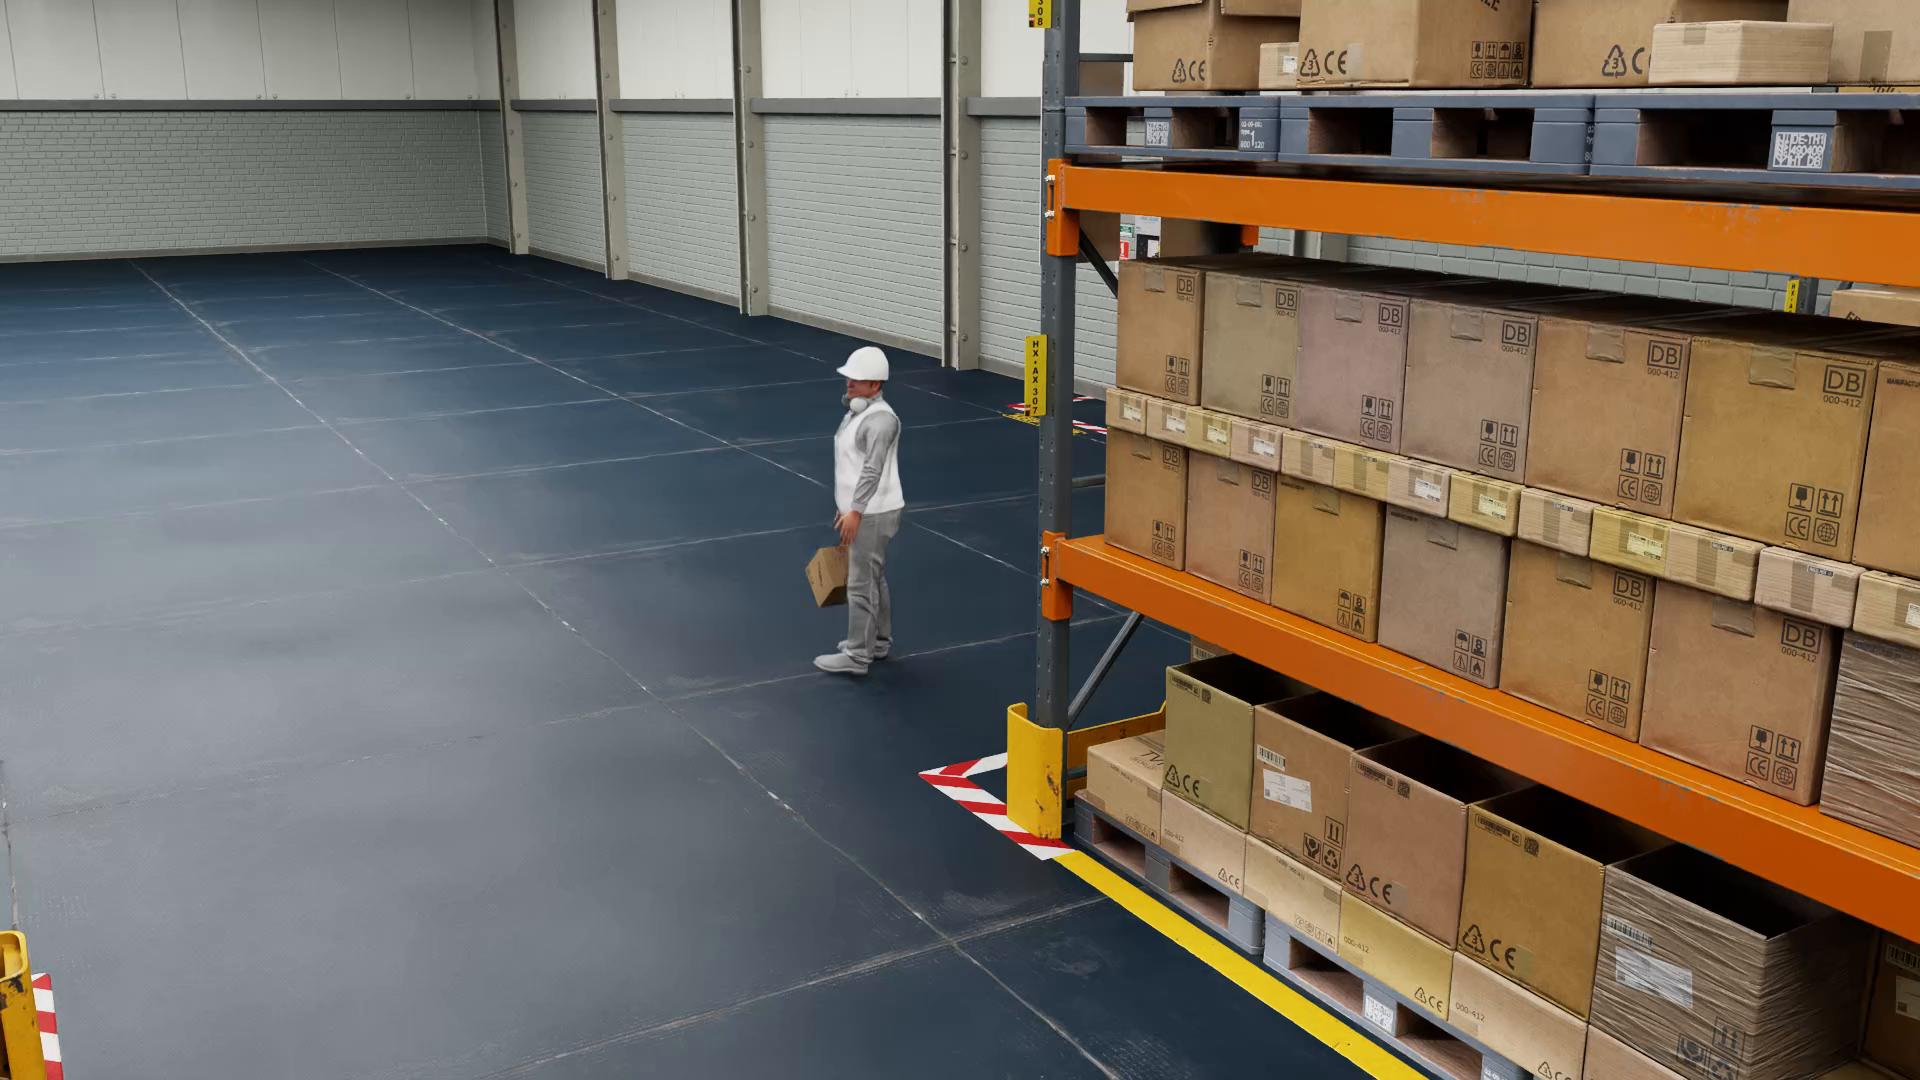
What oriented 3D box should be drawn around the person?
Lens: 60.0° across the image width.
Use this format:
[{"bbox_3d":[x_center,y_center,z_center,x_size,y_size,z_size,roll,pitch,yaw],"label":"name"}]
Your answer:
[{"bbox_3d":[-0.574,-0.165,8.994,0.504,1.779,0.571,-3,15,-13],"label":"person"}]
